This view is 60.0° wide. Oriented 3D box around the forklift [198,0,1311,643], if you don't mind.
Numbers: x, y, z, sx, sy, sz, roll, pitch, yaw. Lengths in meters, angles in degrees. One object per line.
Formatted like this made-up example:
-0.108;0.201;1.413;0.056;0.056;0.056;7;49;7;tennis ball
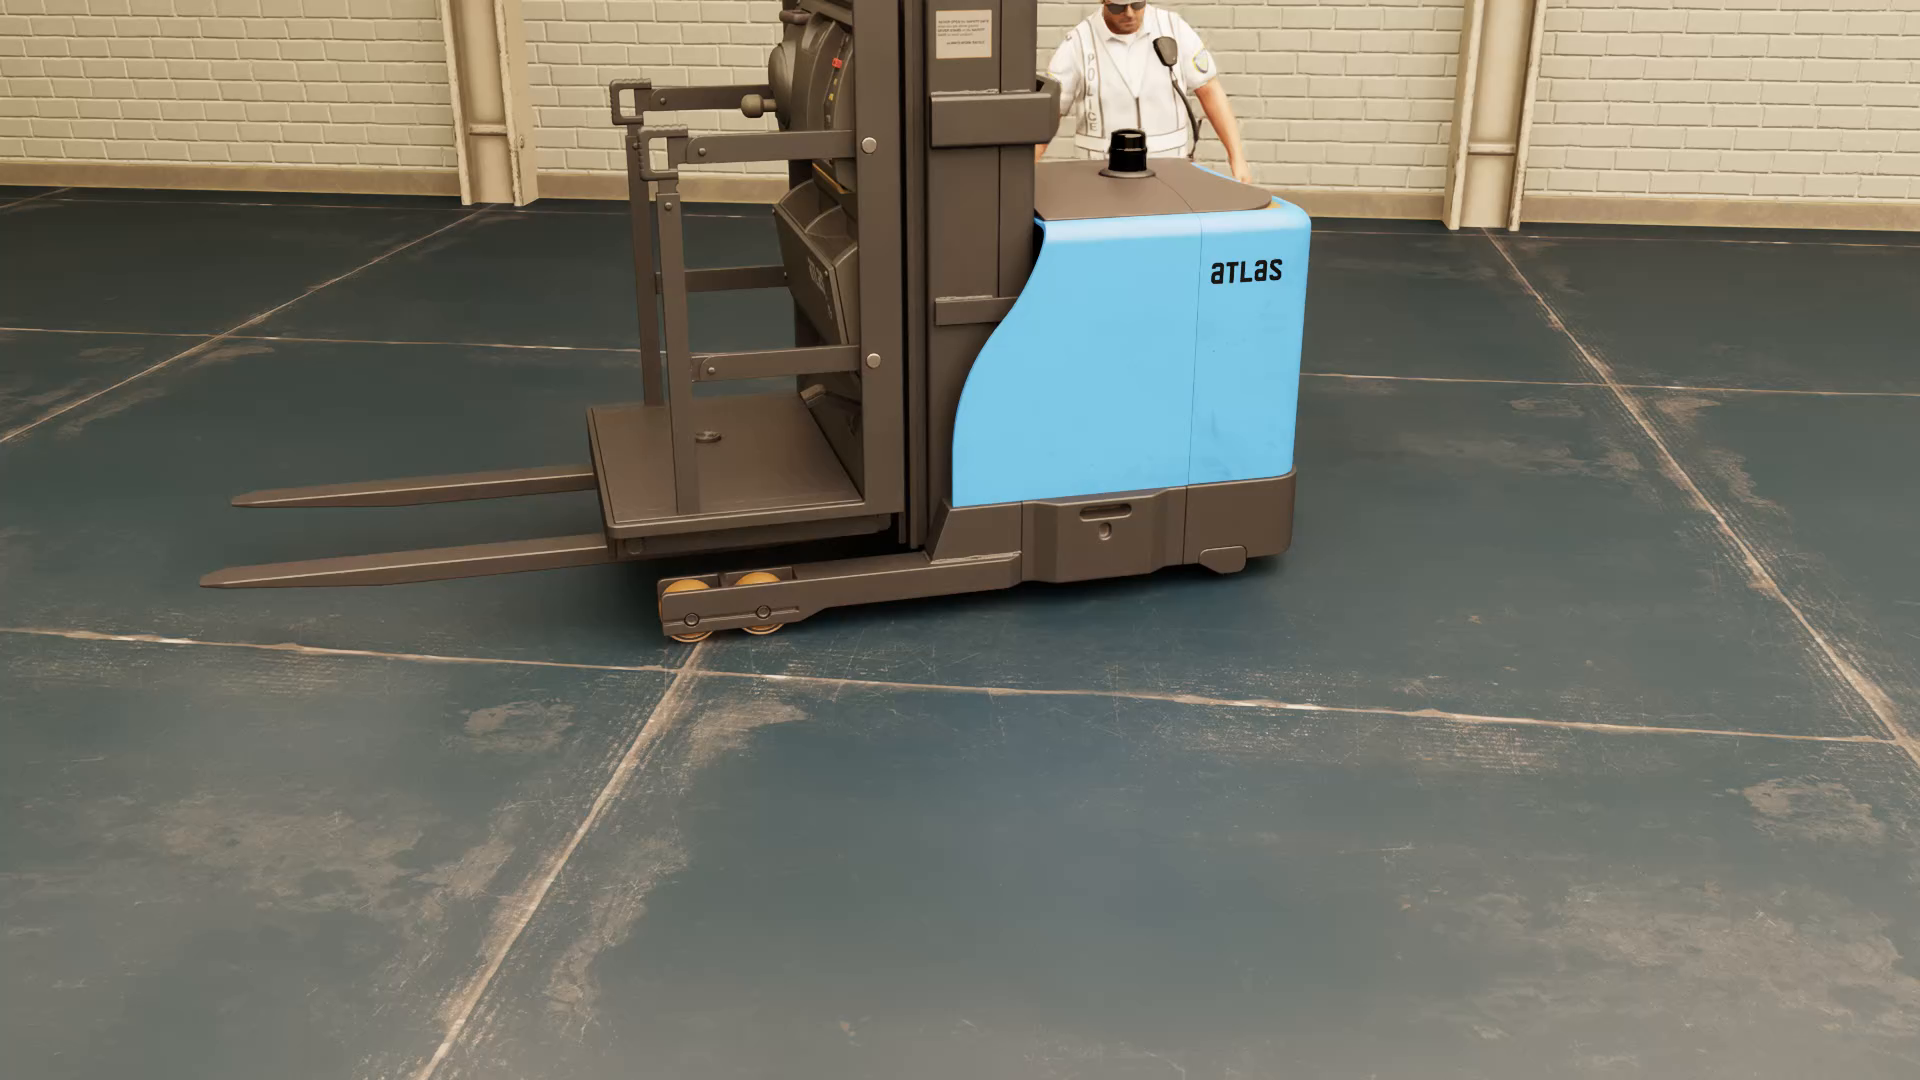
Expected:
-0.588;-1.301;4.485;3.031;2.935;1.130;-6;23;-14;forklift

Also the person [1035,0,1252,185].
0.611;-1.294;6.162;0.951;1.715;0.451;-2;22;-5;person
